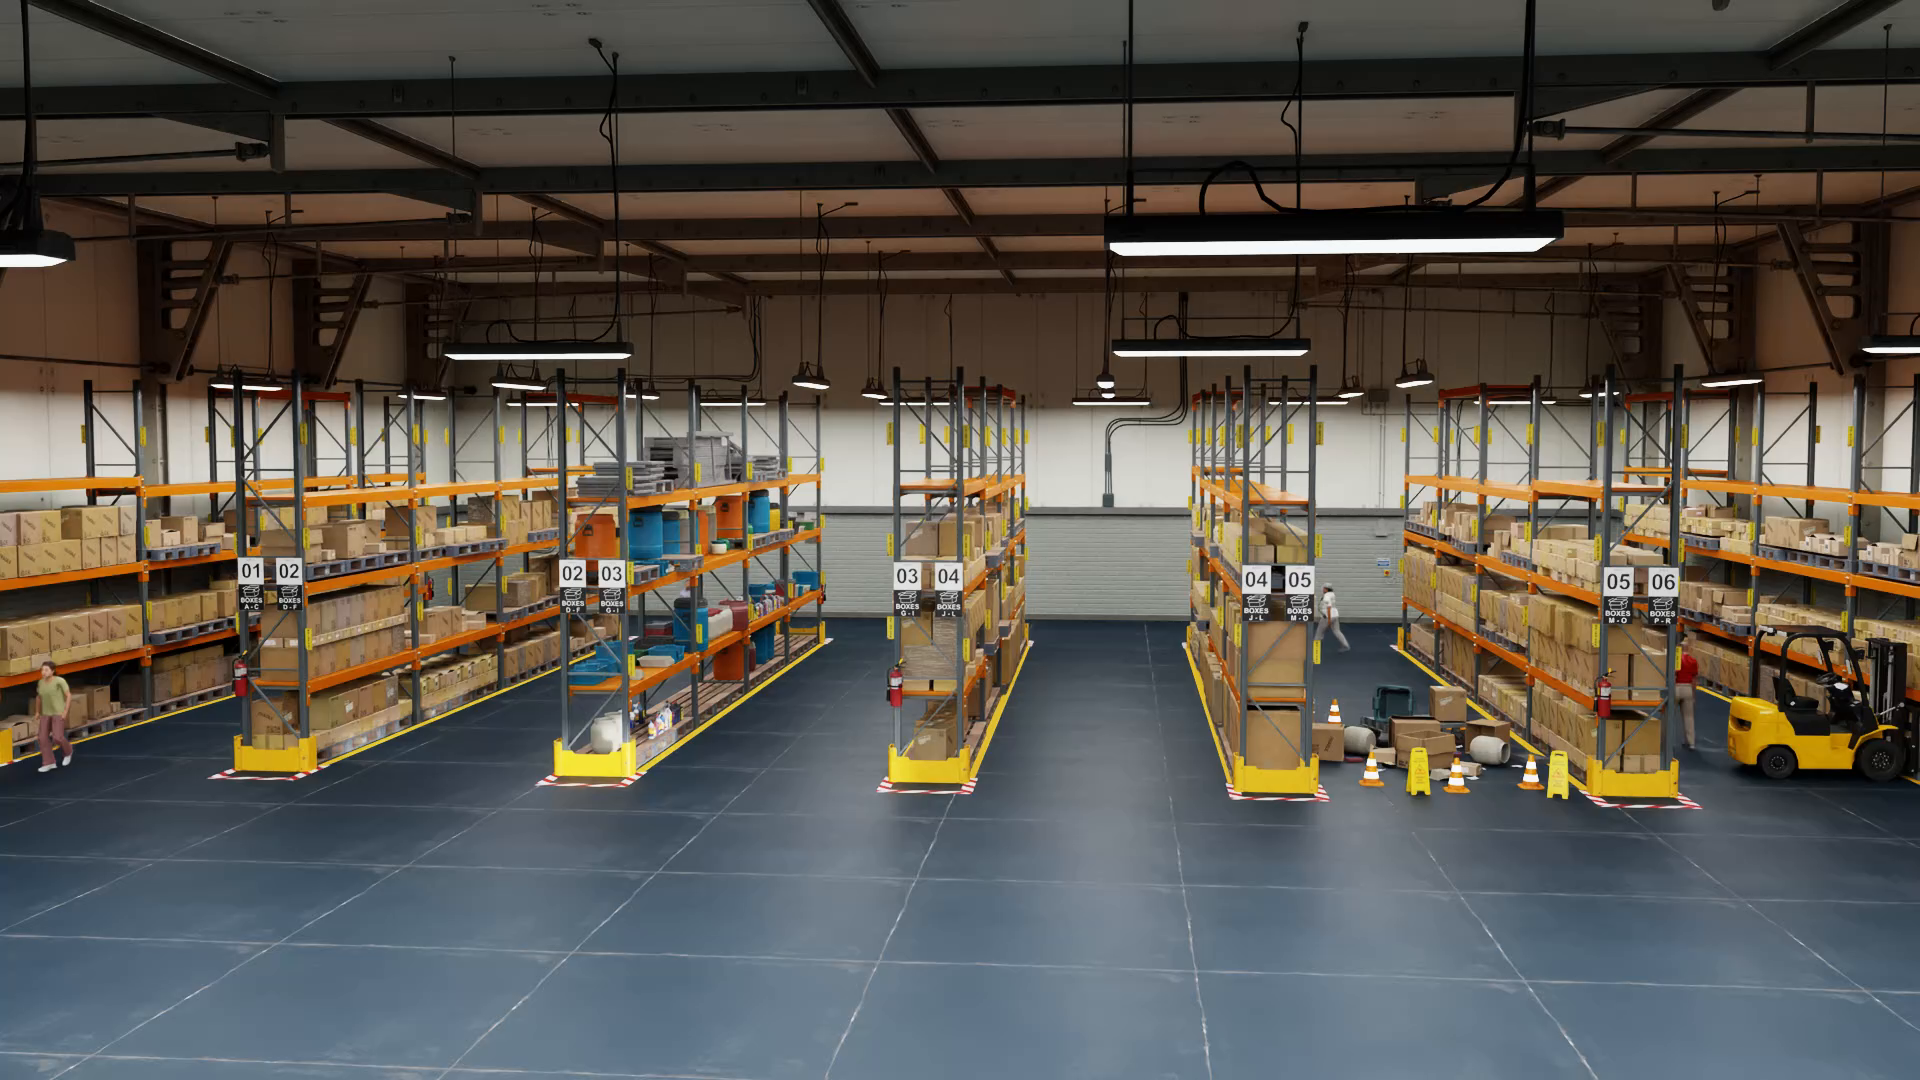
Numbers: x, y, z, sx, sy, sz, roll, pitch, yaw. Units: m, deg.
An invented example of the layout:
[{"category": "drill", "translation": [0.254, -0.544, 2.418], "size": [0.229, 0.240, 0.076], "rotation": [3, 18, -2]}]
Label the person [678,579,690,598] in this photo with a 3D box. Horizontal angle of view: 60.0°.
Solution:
[{"category": "person", "translation": [-6.463, 1.728, 39.646], "size": [0.548, 1.588, 1.032], "rotation": [0, 4, 2]}]

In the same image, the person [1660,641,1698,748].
[{"category": "person", "translation": [11.579, 2.484, 26.822], "size": [0.638, 1.714, 0.795], "rotation": [0, 4, 2]}]

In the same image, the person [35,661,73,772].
[{"category": "person", "translation": [-13.641, 2.630, 25.066], "size": [0.545, 1.657, 0.604], "rotation": [0, 4, 5]}]

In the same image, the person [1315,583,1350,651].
[{"category": "person", "translation": [8.540, 1.803, 38.498], "size": [1.000, 1.628, 0.495], "rotation": [2, 4, 35]}]
